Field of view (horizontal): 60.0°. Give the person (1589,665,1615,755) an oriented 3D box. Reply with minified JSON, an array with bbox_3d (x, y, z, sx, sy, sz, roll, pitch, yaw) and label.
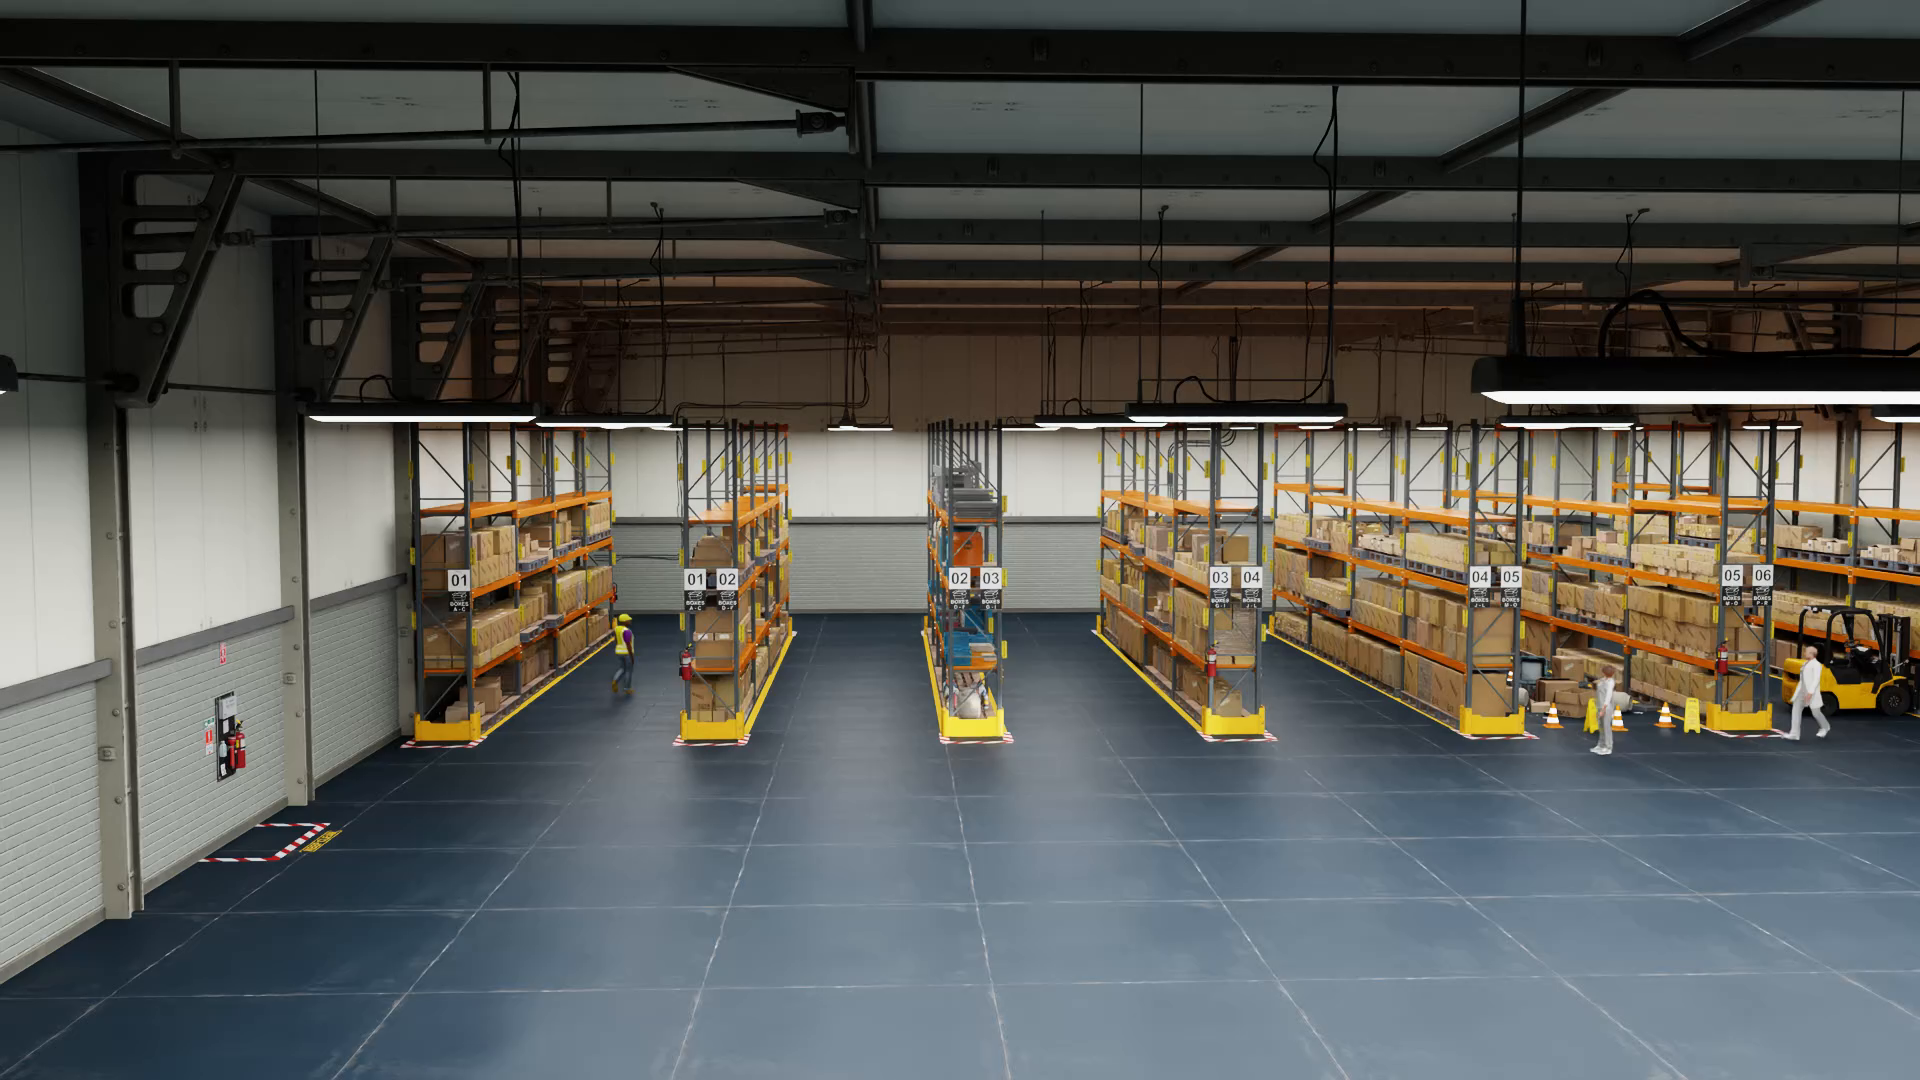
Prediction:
[{"bbox_3d":[11.480,3.017,29.697,0.344,1.608,0.464,-1,4,-11],"label":"person"}]

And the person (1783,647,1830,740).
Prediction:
[{"bbox_3d":[15.863,2.856,31.049,1.092,1.741,0.531,-3,4,-35],"label":"person"}]

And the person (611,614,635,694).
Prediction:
[{"bbox_3d":[-7.372,2.495,36.461,0.566,1.759,0.575,2,4,30],"label":"person"}]
